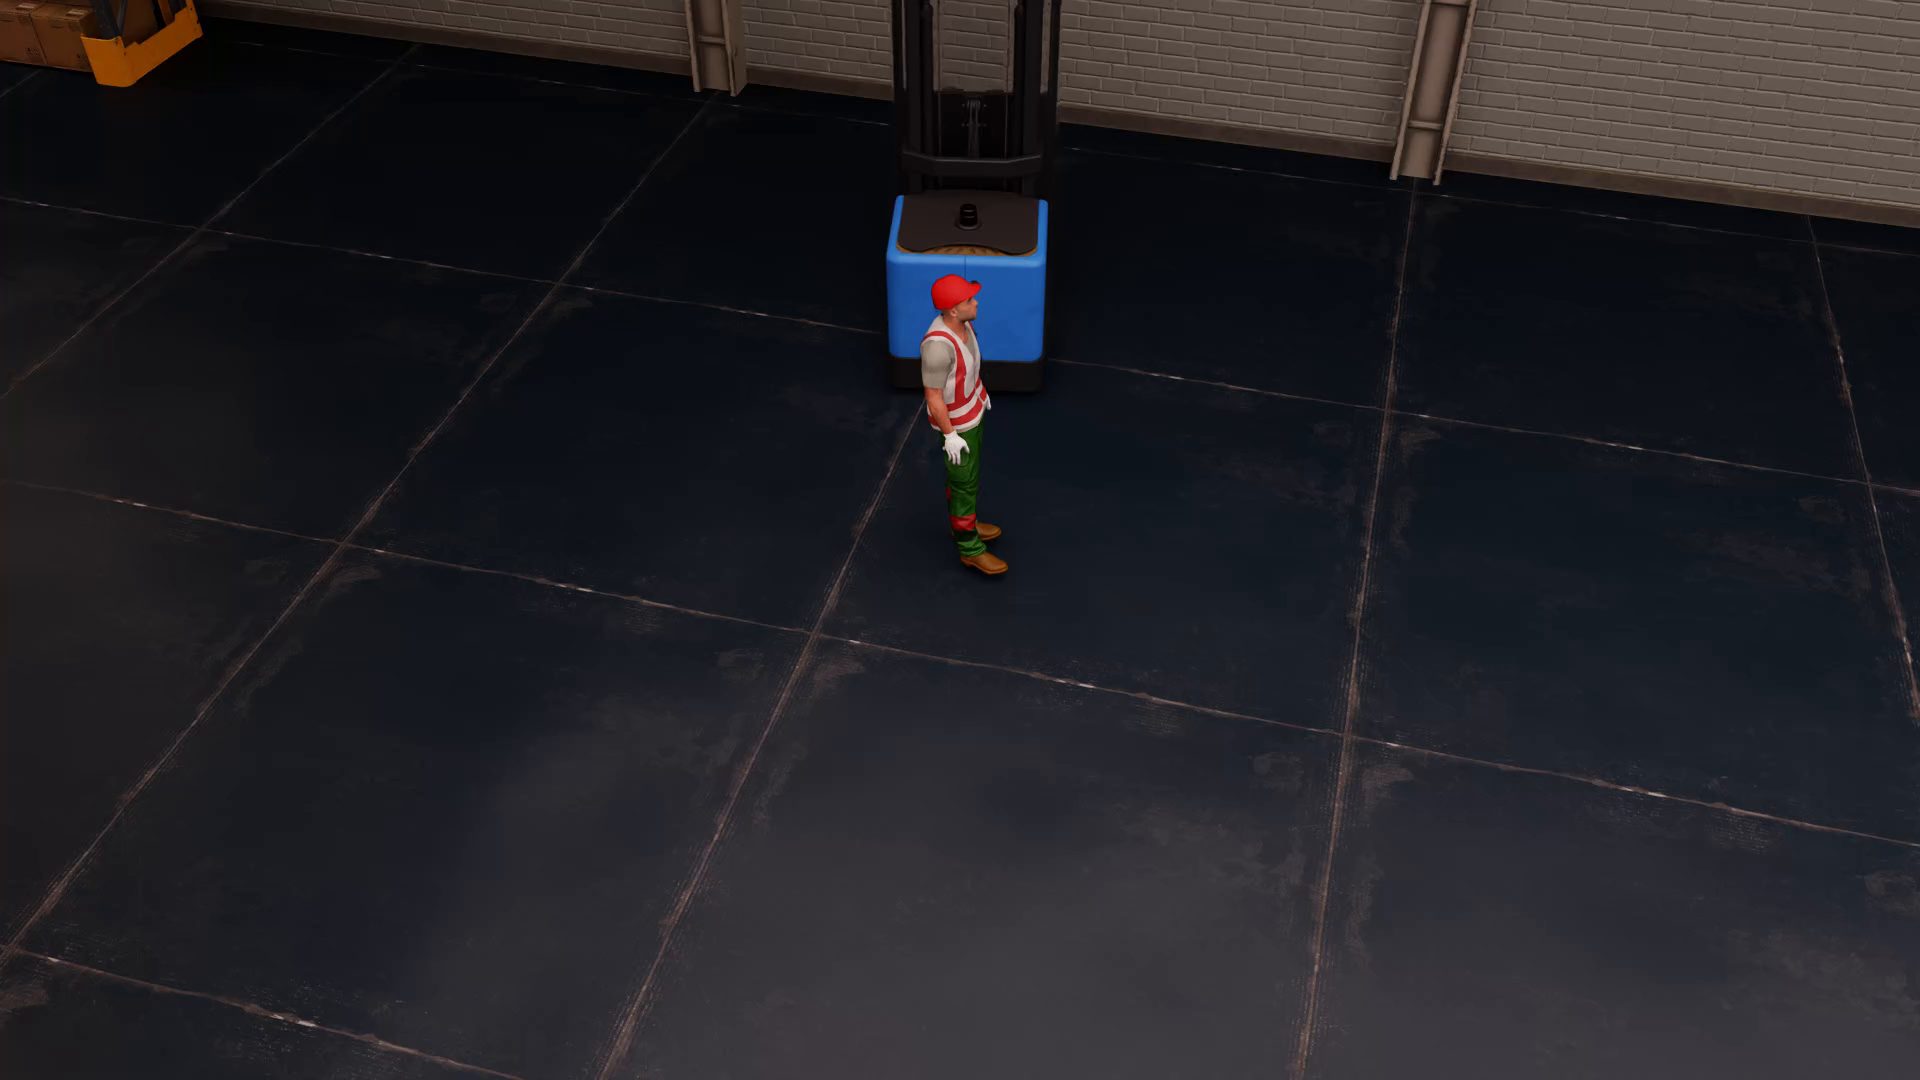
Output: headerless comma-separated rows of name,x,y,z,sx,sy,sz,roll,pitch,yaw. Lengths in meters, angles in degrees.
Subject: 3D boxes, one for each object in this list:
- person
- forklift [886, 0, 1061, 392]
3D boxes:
person,0.074,-0.687,9.440,0.564,1.786,0.638,10,42,11
forklift,0.119,-3.047,11.338,1.130,2.935,3.031,2,41,2
